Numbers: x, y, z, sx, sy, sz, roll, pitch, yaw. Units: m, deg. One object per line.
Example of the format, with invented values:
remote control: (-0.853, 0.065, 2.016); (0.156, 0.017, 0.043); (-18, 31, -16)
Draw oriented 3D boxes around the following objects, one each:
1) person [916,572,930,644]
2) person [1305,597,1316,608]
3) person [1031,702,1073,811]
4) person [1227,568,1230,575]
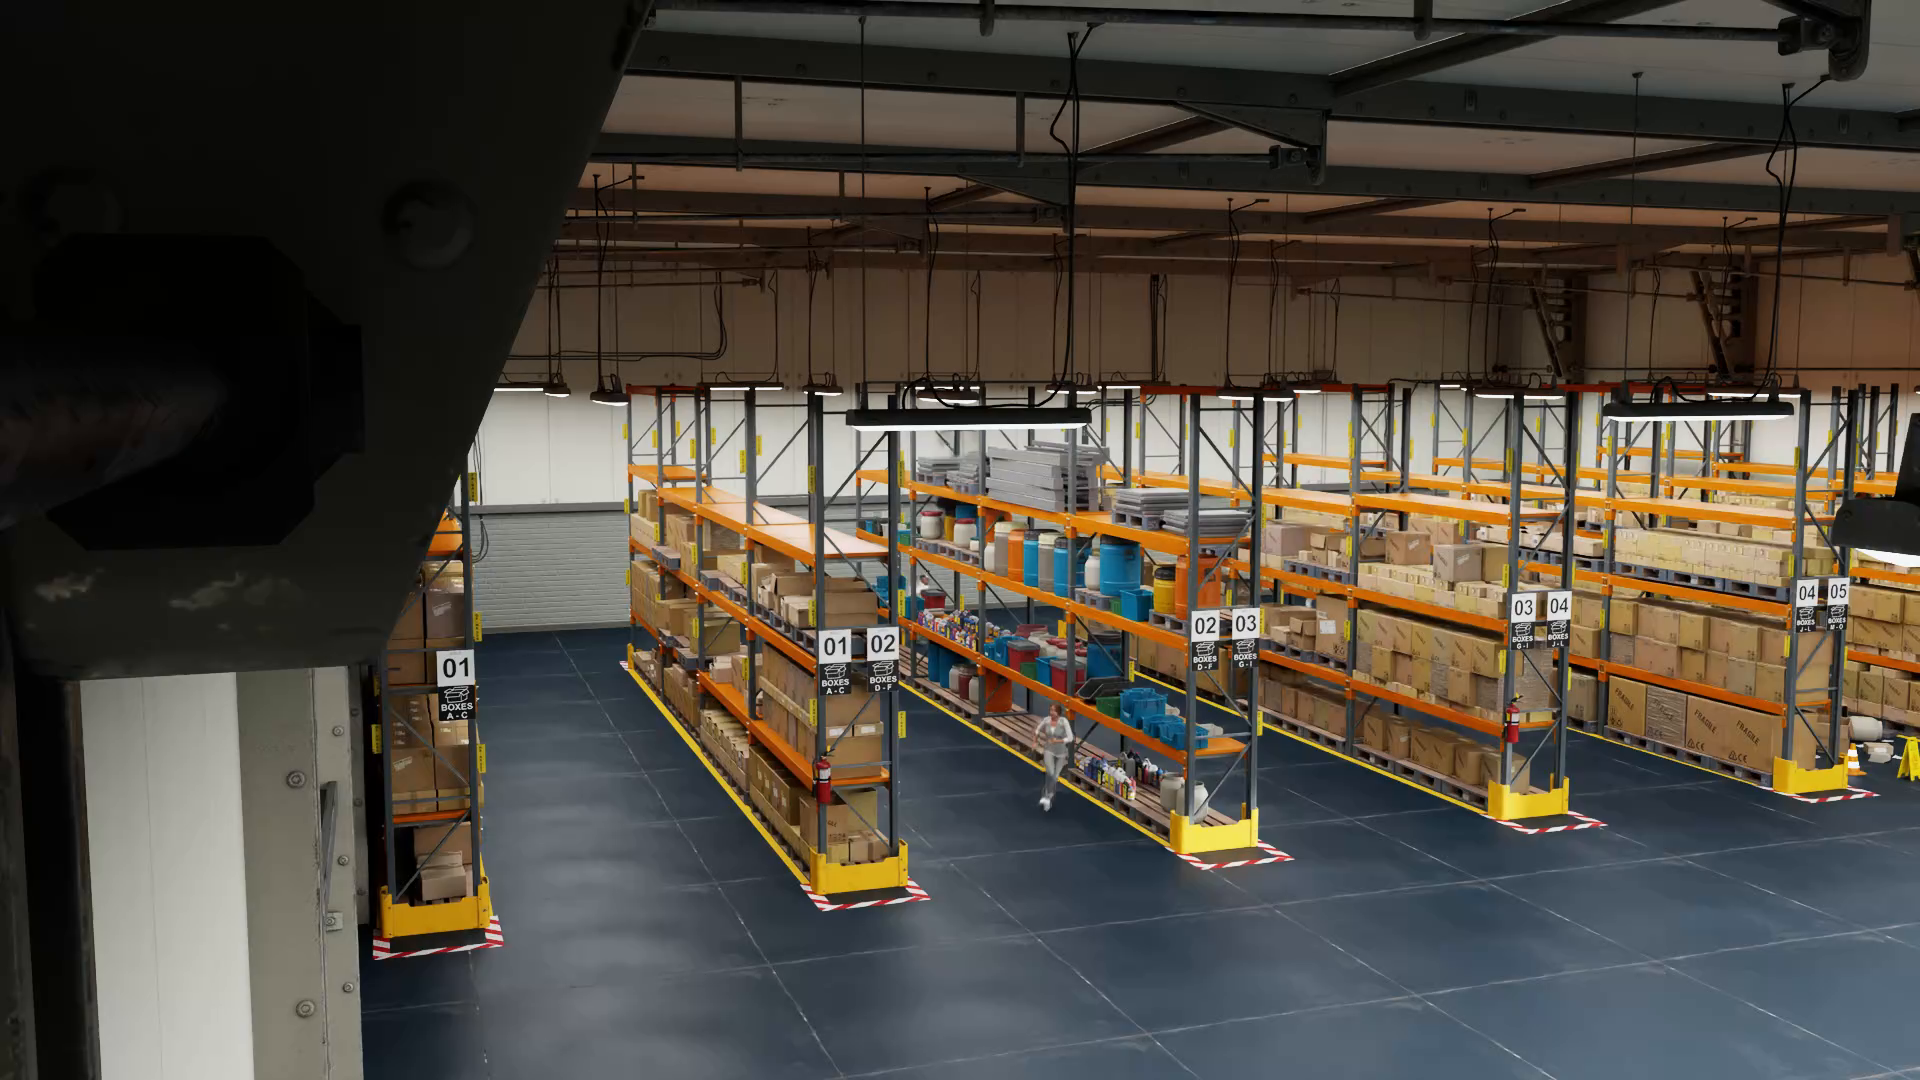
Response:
person: (-0.853, 1.562, 38.019); (0.559, 1.689, 0.674); (1, 6, 14)
person: (8.983, 1.108, 41.961); (1.055, 1.784, 0.686); (-2, 6, -18)
person: (1.322, 3.084, 23.820); (0.584, 1.553, 0.591); (0, 6, 0)
person: (6.225, 1.490, 38.563); (0.774, 1.706, 0.574); (0, 6, 0)
